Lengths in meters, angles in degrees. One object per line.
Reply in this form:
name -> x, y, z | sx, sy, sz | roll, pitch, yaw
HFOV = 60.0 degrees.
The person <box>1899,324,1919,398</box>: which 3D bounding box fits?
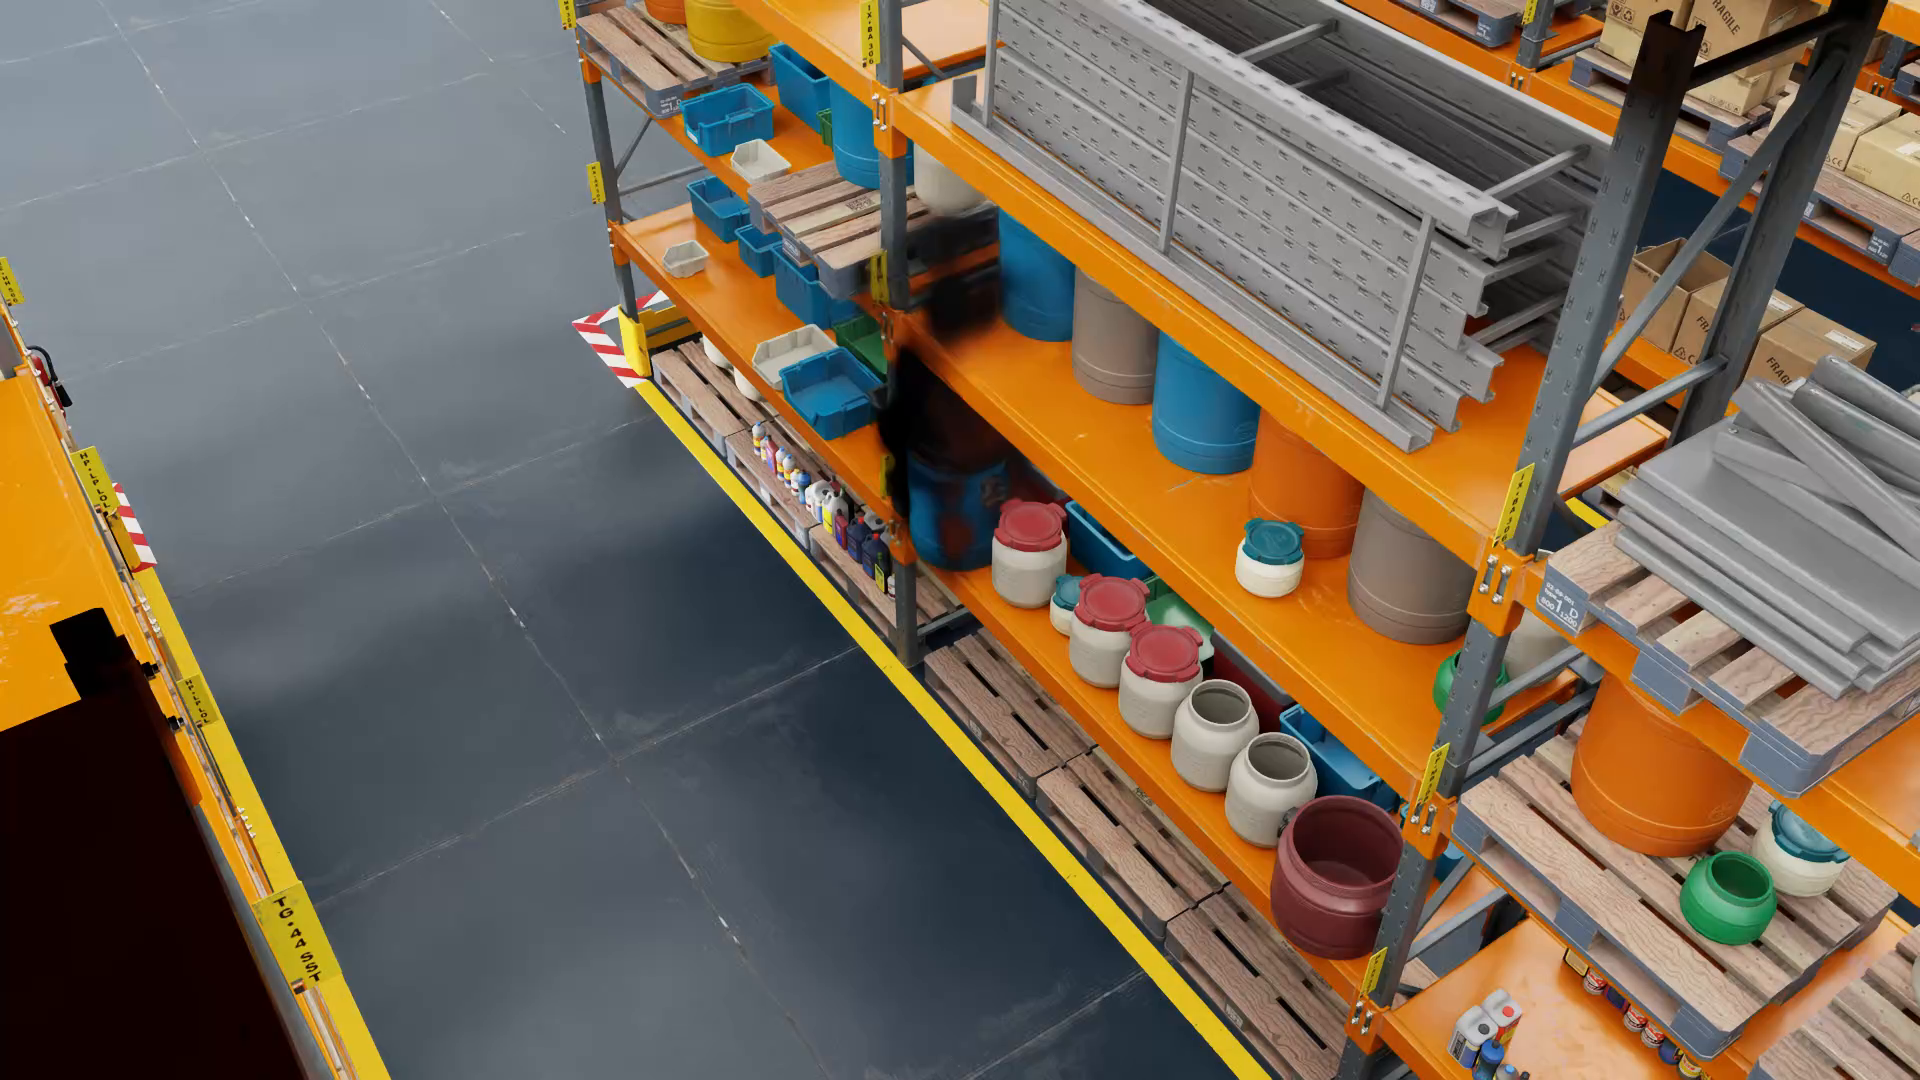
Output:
person -> 6.917, -1.068, 11.636 | 0.614, 1.816, 0.832 | -22, 47, -22
